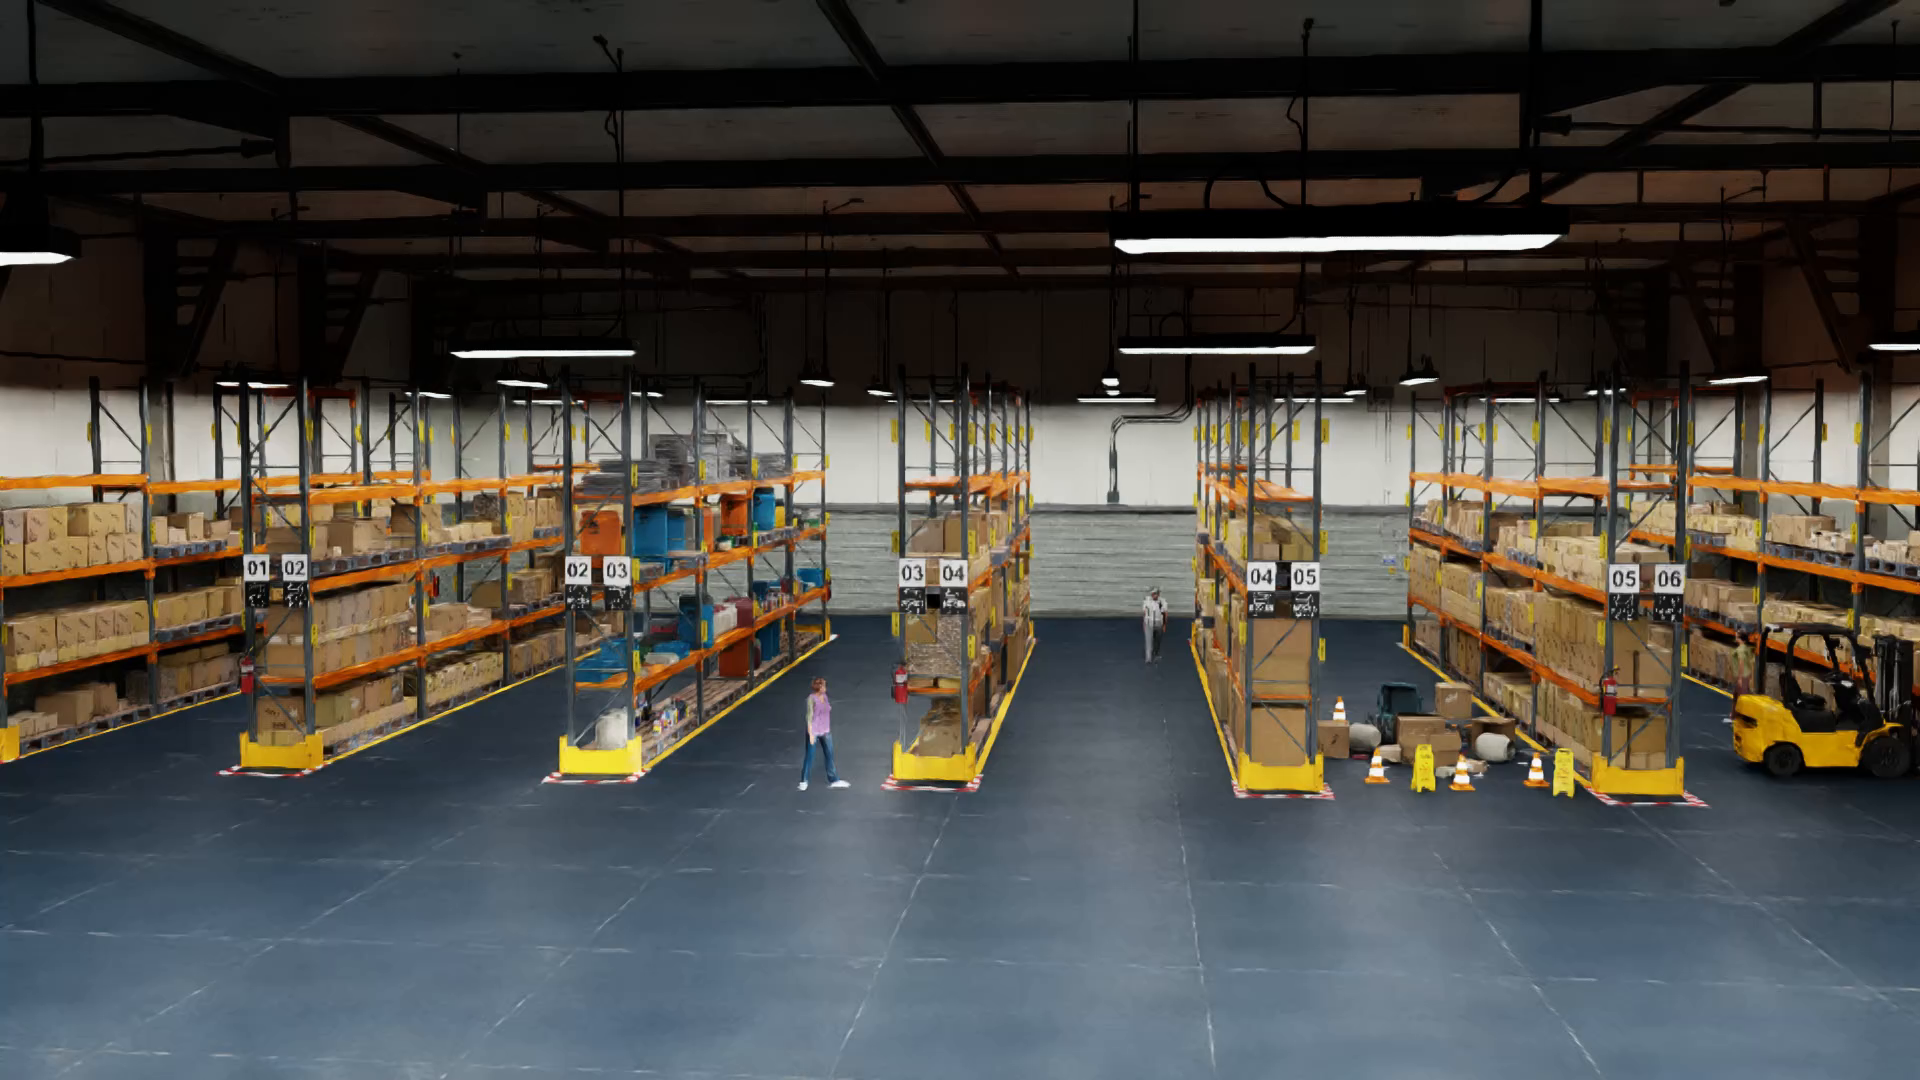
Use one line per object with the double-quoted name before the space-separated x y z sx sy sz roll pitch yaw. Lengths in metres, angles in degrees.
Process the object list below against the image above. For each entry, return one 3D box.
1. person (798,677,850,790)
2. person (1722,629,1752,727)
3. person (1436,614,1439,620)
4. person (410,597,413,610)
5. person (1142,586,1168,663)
"person" -1.950 2.706 23.337 0.531 1.571 0.636 3 5 43
"person" 13.247 2.337 28.304 0.477 1.675 0.493 3 5 37
"person" 11.720 1.583 40.037 0.535 1.720 0.652 -1 4 -20
"person" -12.378 1.781 36.673 0.583 1.674 1.111 0 4 4
"person" 4.265 1.818 36.311 0.540 1.676 1.130 0 4 4
